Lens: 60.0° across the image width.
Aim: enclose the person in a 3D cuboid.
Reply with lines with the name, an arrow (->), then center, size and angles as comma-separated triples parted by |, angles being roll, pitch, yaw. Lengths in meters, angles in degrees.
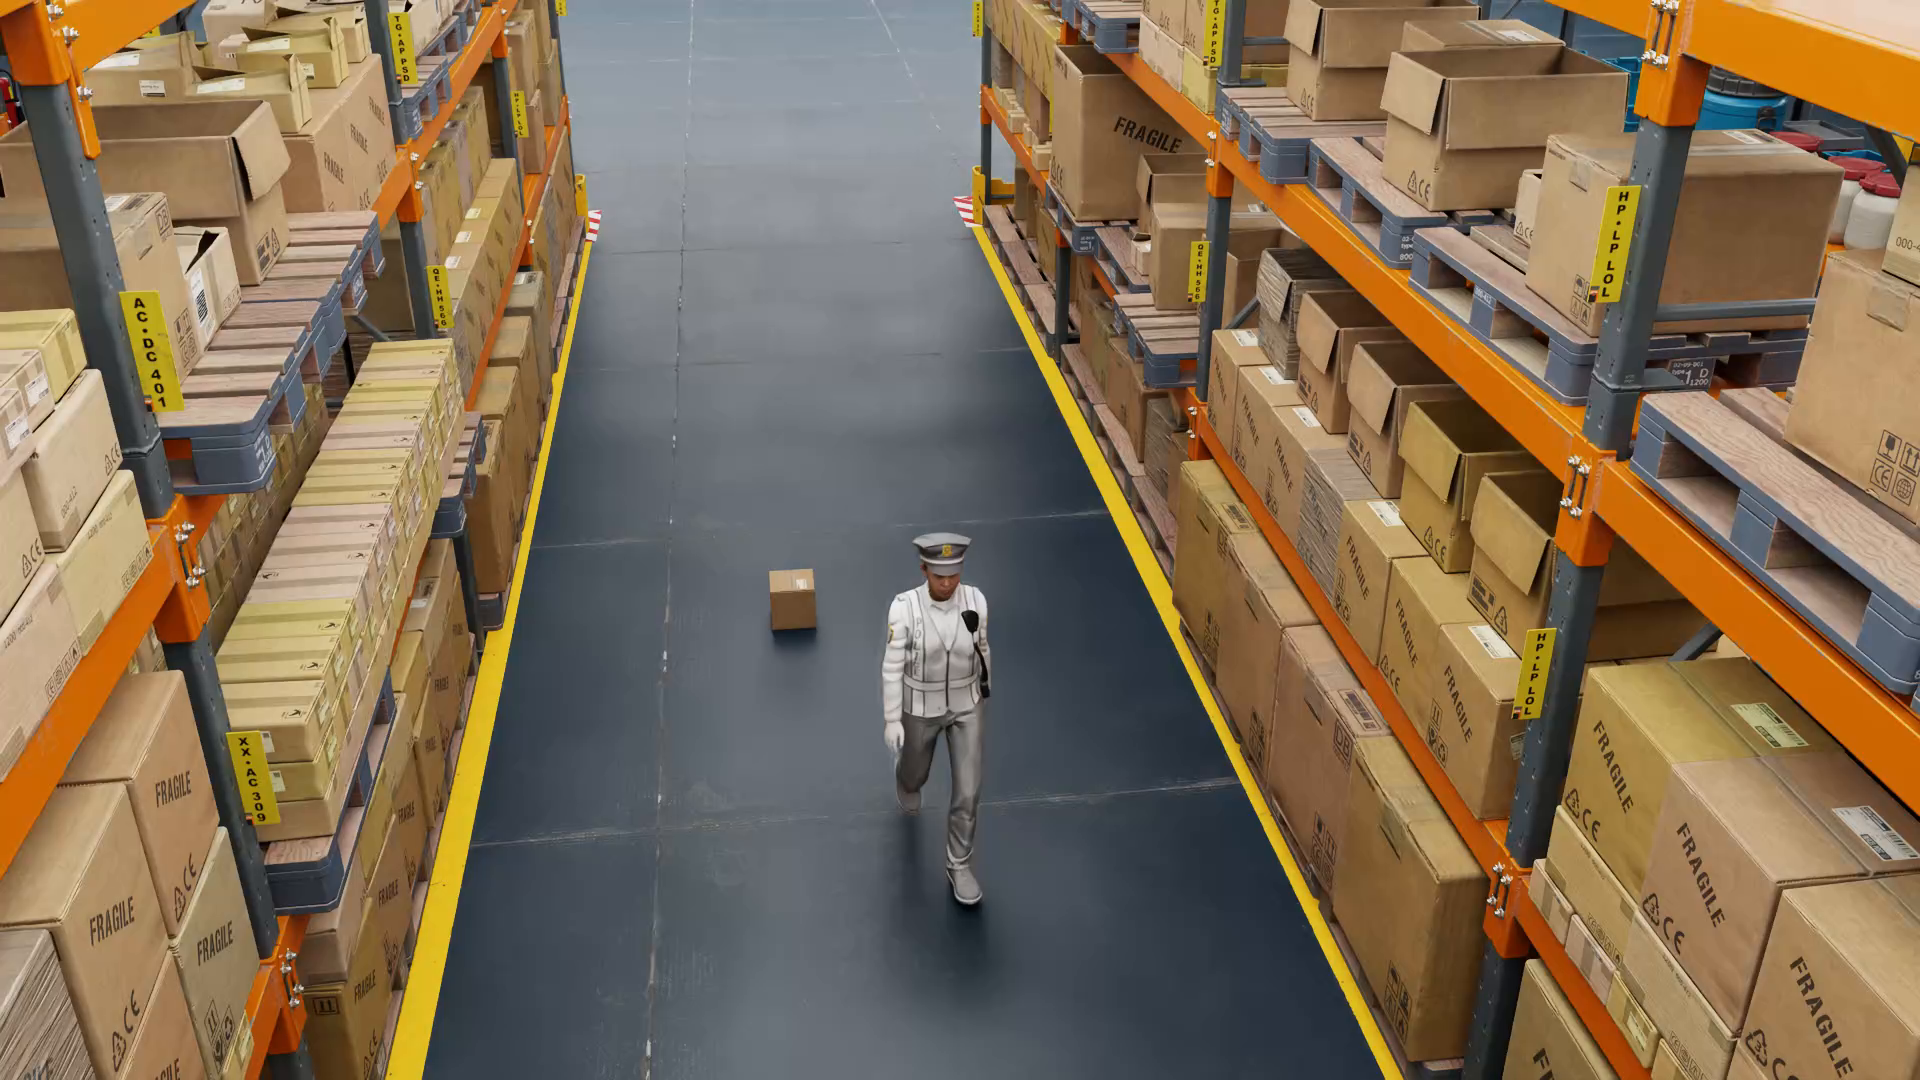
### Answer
person -> -0.099, 0.690, 7.235 | 0.500, 1.637, 0.878 | -5, 28, -9
